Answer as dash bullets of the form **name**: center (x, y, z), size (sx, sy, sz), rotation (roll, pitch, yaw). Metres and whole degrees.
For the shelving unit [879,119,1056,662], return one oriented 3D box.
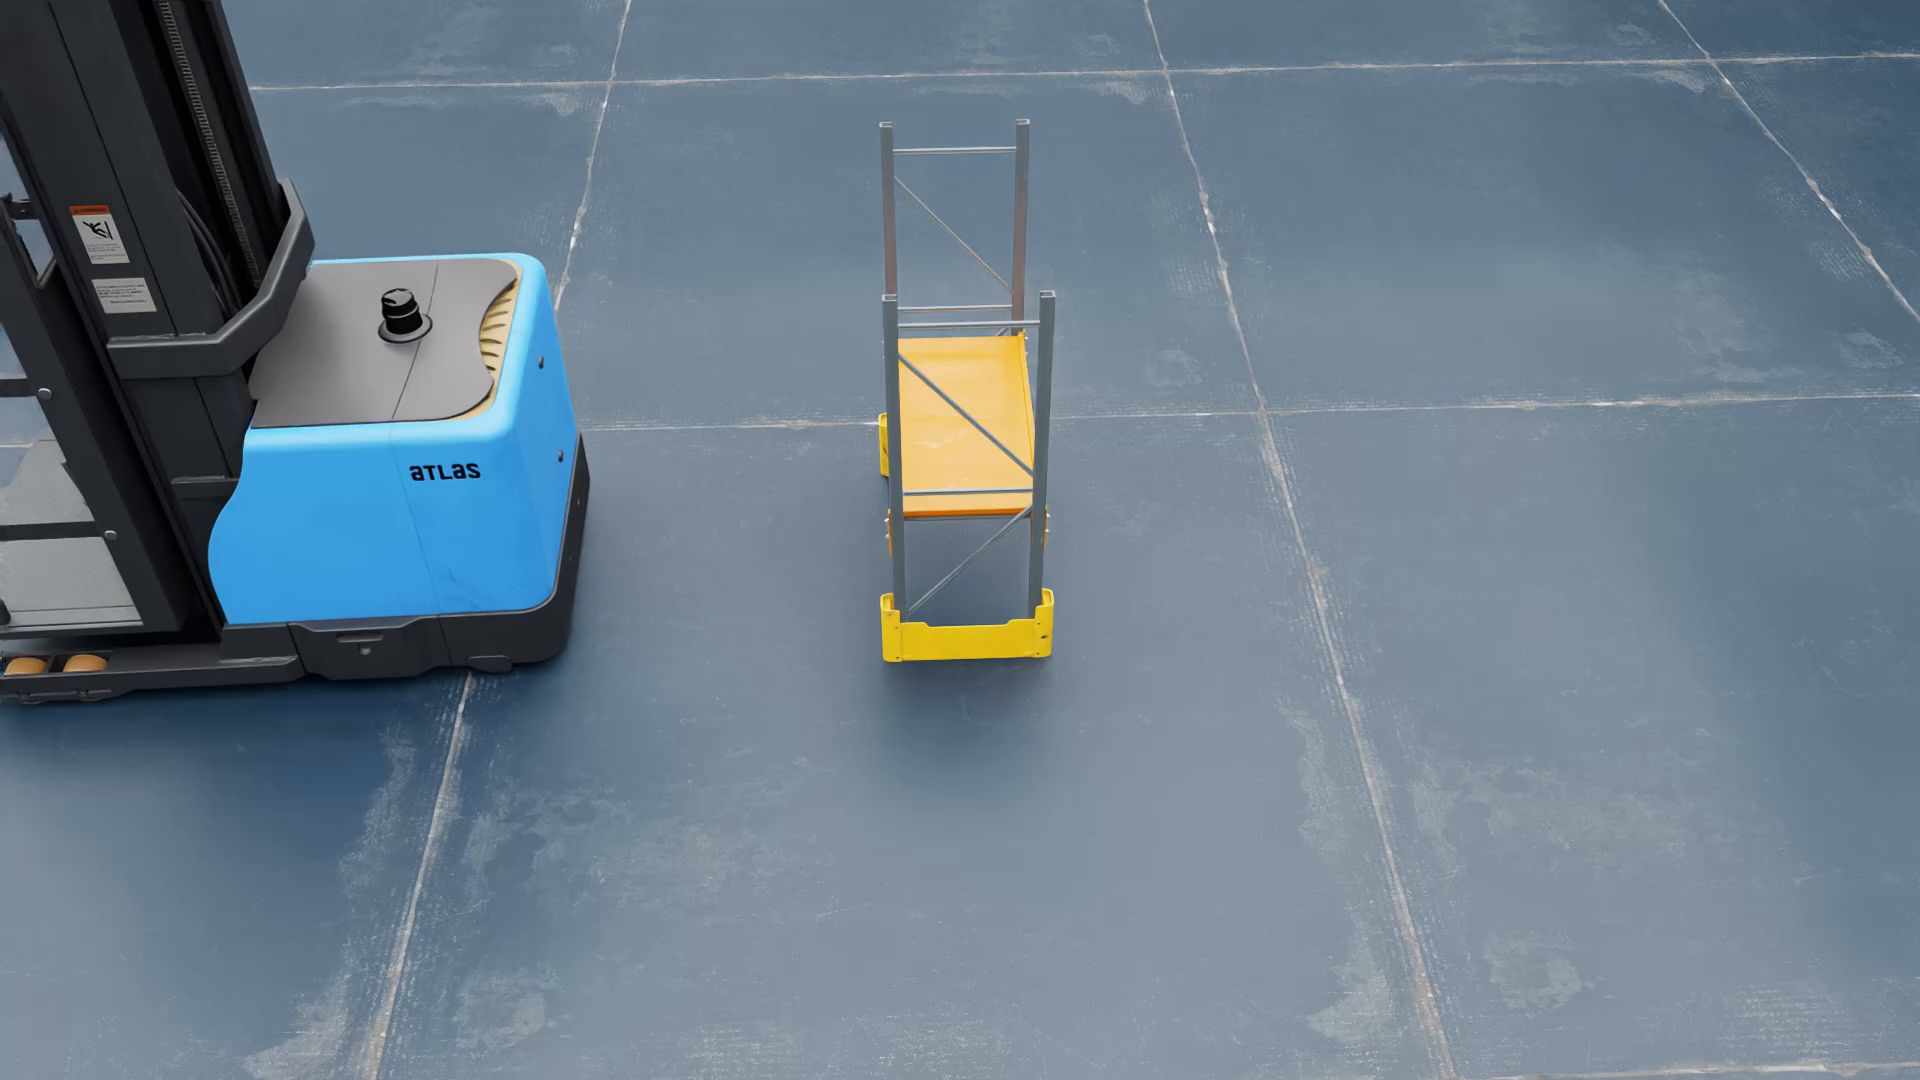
- **shelving unit**: center (0.003, -0.501, 5.687), size (0.587, 1.500, 1.083), rotation (-2, 43, -2)

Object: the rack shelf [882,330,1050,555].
- **rack shelf**: center (0.004, -0.363, 5.802), size (0.538, 0.185, 1.000), rotation (-2, 43, -2)

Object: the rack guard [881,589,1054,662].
- **rack guard**: center (0.024, 0.296, 5.743), size (0.587, 0.250, 0.087), rotation (-2, 43, -2)

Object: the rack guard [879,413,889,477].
- **rack guard**: center (-0.018, -0.377, 6.476), size (0.587, 0.250, 0.087), rotation (-2, 43, -2)

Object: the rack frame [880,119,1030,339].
- **rack frame**: center (-0.018, -0.838, 6.055), size (0.500, 1.500, 0.032), rotation (-2, 43, -2)

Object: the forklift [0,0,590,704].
- **forklift**: center (-2.901, -0.895, 5.058), size (3.031, 2.935, 1.130), rotation (-3, 43, -3)

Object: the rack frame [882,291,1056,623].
- **rack frame**: center (0.025, -0.152, 5.306), size (0.500, 1.500, 0.032), rotation (-2, 43, -2)
